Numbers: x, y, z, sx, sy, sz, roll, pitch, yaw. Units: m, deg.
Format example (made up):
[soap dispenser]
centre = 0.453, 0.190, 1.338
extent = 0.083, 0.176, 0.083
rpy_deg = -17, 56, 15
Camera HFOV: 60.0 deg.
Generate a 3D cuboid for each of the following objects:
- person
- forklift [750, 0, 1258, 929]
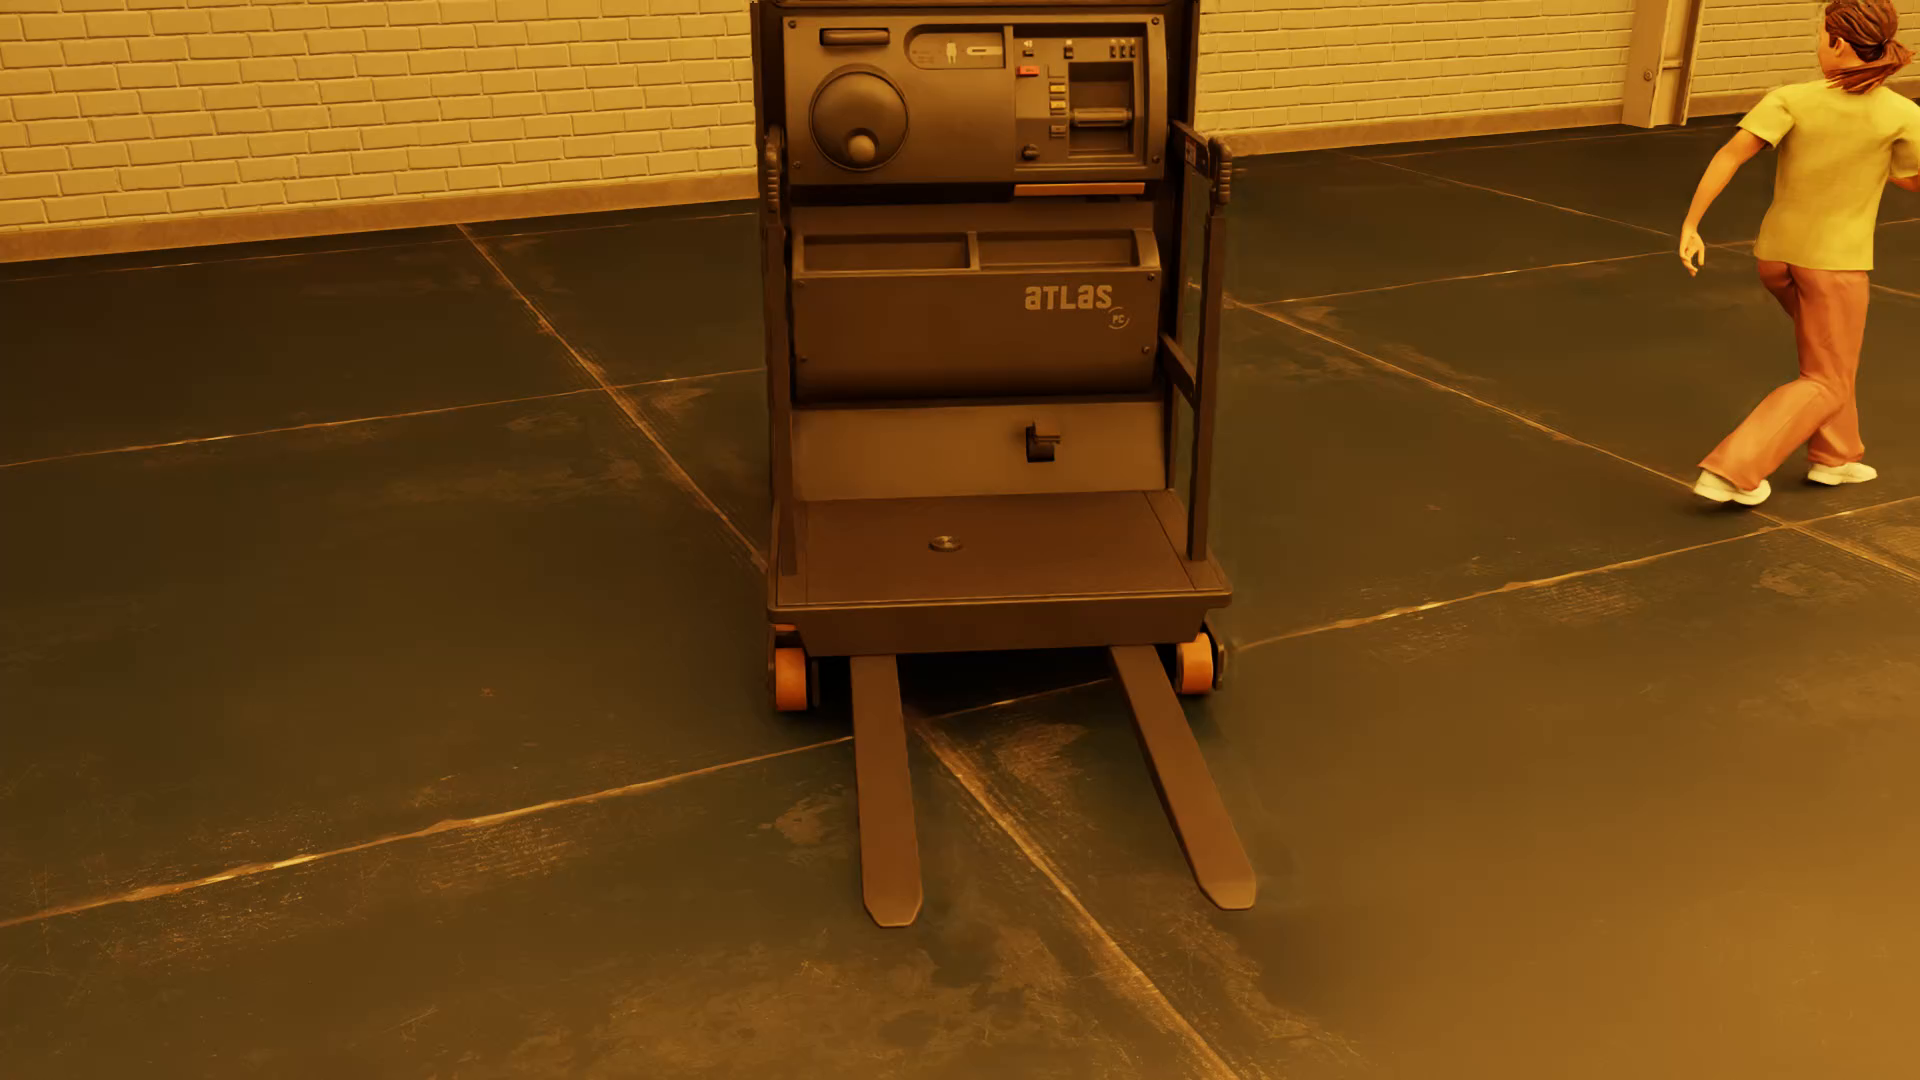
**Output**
[person]
centre = 2.692, -0.877, 5.192
extent = 0.903, 1.605, 0.471
rpy_deg = -13, 26, -29
[forklift]
centre = 0.060, -1.063, 3.845
extent = 1.130, 2.935, 3.031
rpy_deg = -2, 23, -5
